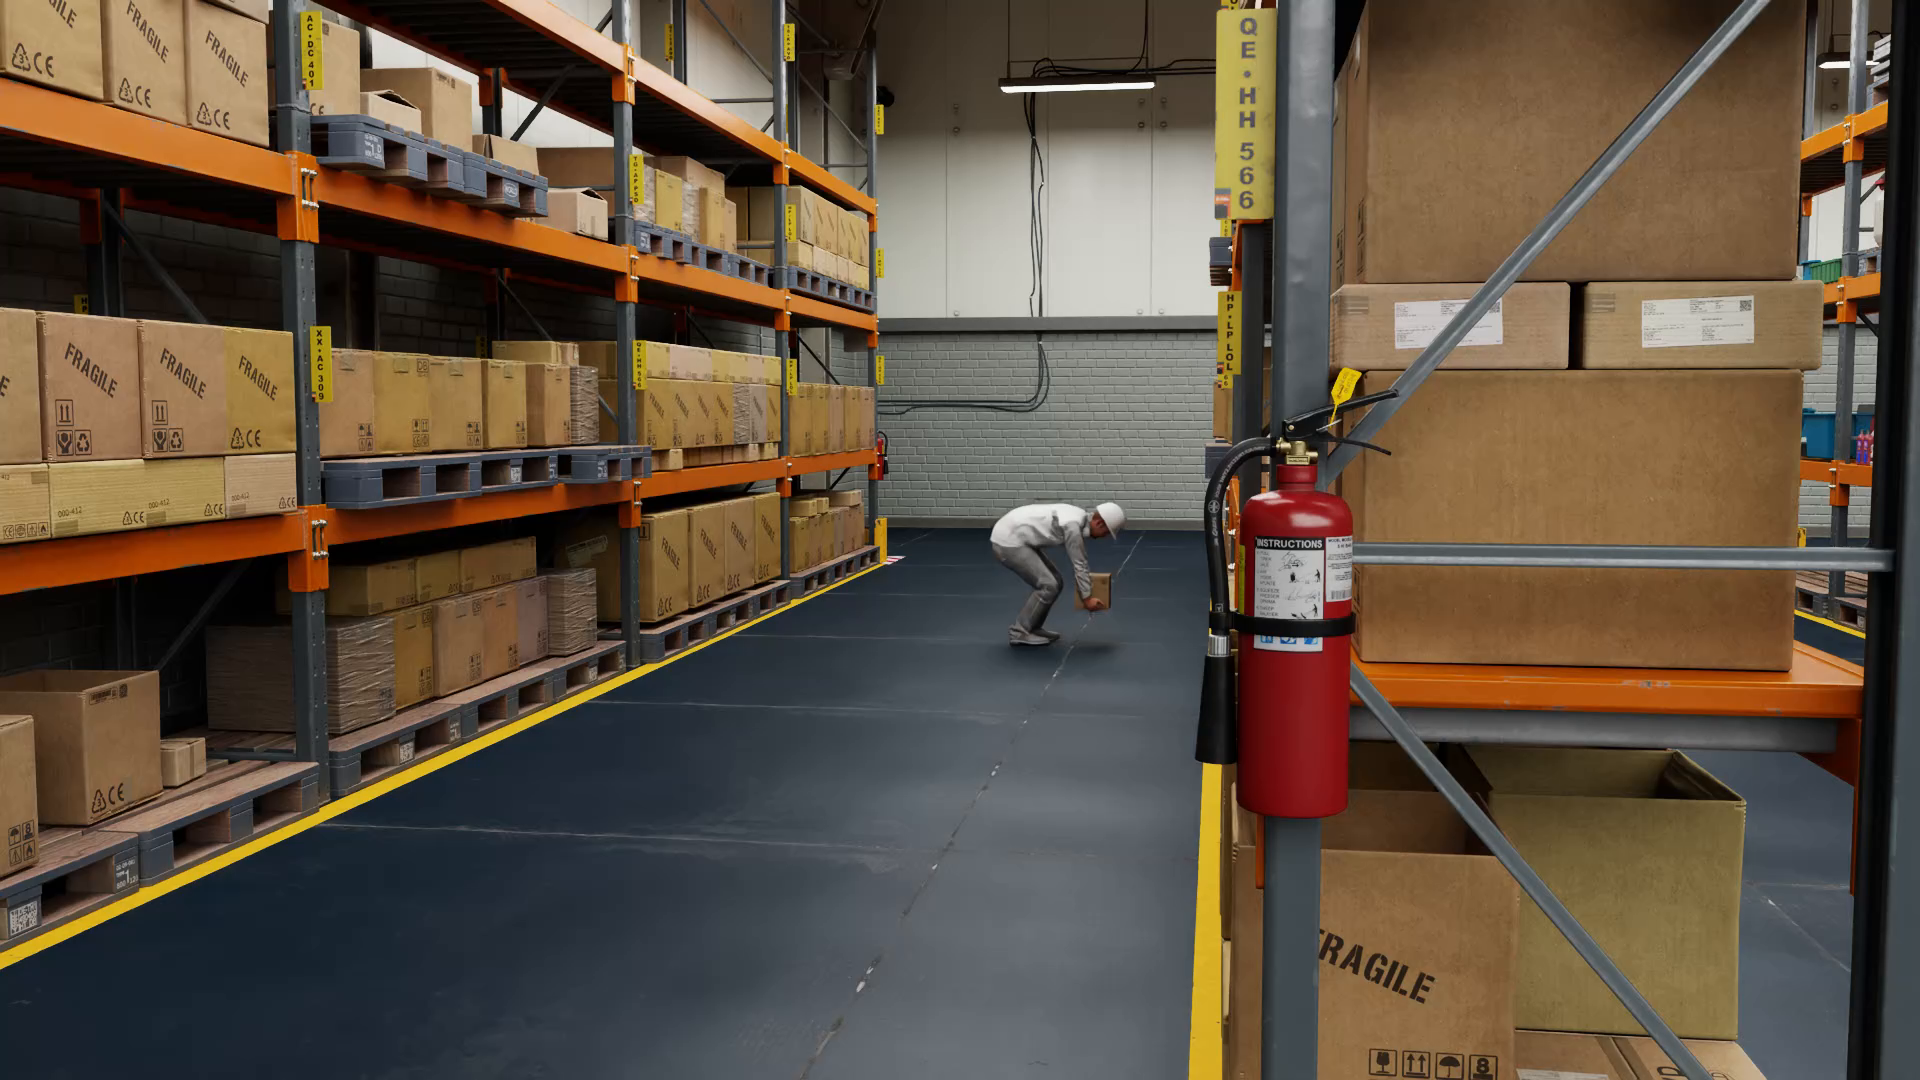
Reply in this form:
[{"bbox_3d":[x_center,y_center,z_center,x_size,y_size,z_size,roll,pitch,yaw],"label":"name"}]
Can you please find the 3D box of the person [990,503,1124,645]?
[{"bbox_3d":[0.725,0.248,12.429,0.997,1.053,0.495,0,4,6],"label":"person"}]
